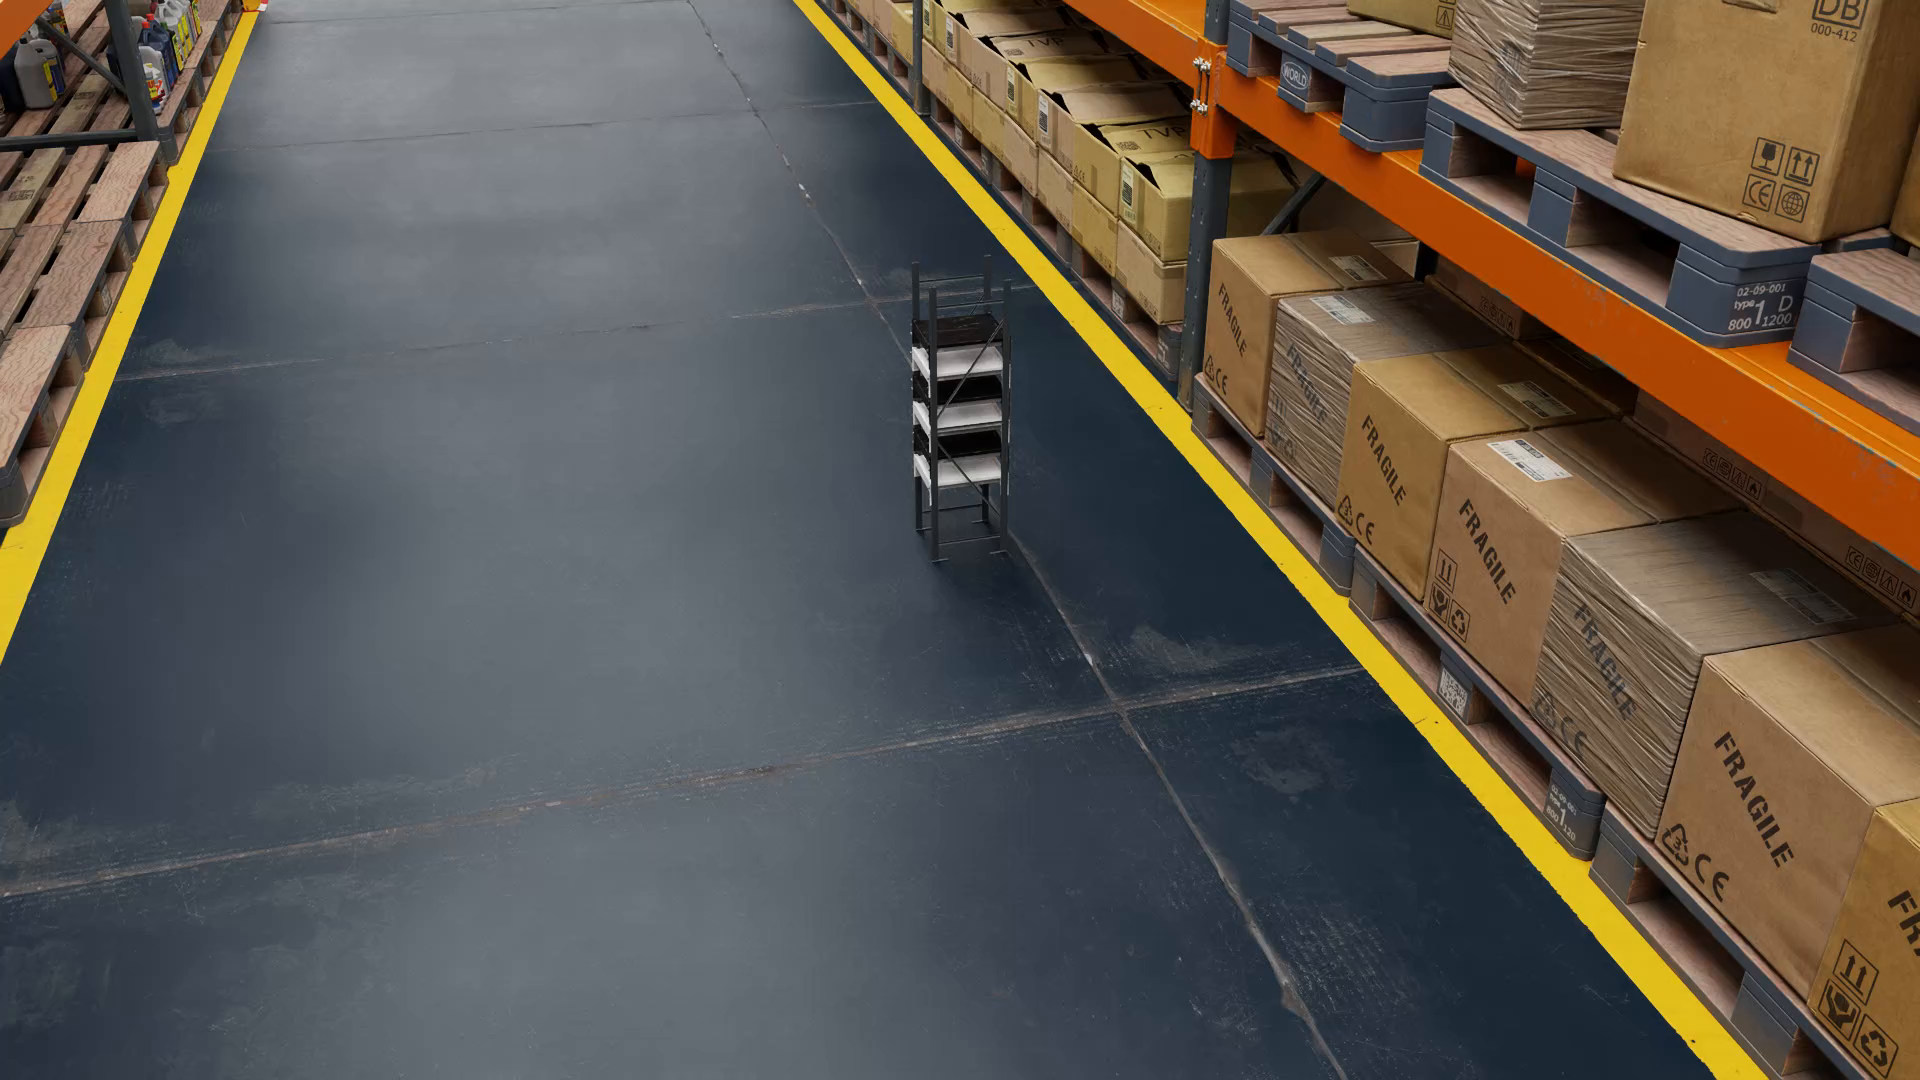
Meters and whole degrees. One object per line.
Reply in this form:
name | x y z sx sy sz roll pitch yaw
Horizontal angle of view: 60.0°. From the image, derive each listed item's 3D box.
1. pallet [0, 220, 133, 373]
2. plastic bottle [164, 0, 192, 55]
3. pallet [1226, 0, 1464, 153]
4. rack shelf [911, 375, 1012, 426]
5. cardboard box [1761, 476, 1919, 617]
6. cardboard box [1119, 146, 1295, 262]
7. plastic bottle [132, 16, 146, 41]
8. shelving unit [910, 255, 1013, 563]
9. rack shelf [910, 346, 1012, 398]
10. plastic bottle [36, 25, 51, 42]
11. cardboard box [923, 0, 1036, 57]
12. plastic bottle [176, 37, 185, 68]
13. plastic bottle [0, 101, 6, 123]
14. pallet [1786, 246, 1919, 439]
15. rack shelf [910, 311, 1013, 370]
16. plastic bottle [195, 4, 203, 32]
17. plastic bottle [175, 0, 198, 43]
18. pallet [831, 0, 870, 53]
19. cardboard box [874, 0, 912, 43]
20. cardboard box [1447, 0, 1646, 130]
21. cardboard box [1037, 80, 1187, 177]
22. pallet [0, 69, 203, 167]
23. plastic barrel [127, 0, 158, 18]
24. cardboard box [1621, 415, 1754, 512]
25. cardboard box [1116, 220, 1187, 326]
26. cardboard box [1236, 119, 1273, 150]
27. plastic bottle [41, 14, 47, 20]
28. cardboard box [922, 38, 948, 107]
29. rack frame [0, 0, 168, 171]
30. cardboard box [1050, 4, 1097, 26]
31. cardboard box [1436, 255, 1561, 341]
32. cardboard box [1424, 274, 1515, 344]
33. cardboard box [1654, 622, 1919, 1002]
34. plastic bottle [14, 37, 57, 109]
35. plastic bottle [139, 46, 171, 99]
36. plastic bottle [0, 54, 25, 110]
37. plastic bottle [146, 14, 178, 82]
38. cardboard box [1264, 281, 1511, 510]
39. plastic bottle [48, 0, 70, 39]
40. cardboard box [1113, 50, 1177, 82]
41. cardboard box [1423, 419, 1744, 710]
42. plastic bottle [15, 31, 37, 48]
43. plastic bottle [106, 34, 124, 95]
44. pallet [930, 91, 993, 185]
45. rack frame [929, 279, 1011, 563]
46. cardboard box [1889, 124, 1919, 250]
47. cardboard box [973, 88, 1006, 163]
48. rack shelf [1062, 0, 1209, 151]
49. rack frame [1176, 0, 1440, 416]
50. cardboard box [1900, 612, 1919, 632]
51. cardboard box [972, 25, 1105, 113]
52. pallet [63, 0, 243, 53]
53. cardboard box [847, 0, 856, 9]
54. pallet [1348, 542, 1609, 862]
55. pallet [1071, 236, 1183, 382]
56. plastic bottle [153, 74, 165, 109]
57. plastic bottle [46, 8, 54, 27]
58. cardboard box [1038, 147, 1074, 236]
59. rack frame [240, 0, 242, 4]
pallet | -3.968 -0.948 6.677 1.003 0.211 1.213 -8 31 -13
plastic bottle | -4.568 -2.994 9.634 0.144 0.351 0.185 -7 31 -11
pallet | 1.544 -1.443 4.940 1.213 0.211 1.003 -8 31 -13
rack shelf | 0.002 -0.435 4.989 0.258 0.077 0.200 -8 31 -13
cardboard box | 2.199 -0.094 3.726 0.500 0.250 0.500 -8 31 -13
cardboard box | 0.920 -1.299 6.265 0.500 0.311 0.500 -7 31 -12
plastic bottle | -4.655 -2.840 9.442 0.152 0.276 0.135 -8 31 -13
shelving unit | 0.002 -0.386 5.018 0.258 0.900 0.210 -8 31 -13
rack shelf | 0.002 -0.512 4.944 0.258 0.077 0.200 -8 31 -13
plastic bottle | -5.035 -2.681 9.160 0.061 0.283 0.133 -8 31 -13
cardboard box | 0.104 -2.777 8.820 0.500 0.311 0.500 -8 31 -13
plastic bottle | -4.459 -2.774 9.403 0.097 0.201 0.097 0 30 0
plastic bottle | -4.938 -2.232 8.466 0.097 0.201 0.097 0 30 0
pallet | 2.251 -0.229 2.844 1.003 0.211 1.213 -8 31 -13
rack shelf | 0.002 -0.590 4.899 0.258 0.077 0.200 -8 31 -13
plastic bottle | -4.693 -3.201 10.141 0.097 0.201 0.097 0 30 0
plastic bottle | -4.653 -3.108 9.906 0.152 0.276 0.135 -8 31 -13
pallet | -0.263 -3.549 11.171 1.003 0.211 1.213 -8 31 -13
cardboard box | -0.222 -3.205 10.119 0.500 0.250 0.500 -8 31 -13
cardboard box | 1.631 -1.313 4.004 0.700 0.500 0.500 -2 30 -4
cardboard box | 0.645 -1.793 7.119 0.500 0.311 0.500 -8 31 -14
pallet | -4.680 -2.242 8.913 1.003 0.211 1.213 -8 31 -13
plastic barrel | -5.222 -3.606 10.550 0.421 0.512 0.421 0 30 0
cardboard box | 2.054 -0.029 4.362 0.500 0.500 0.500 -9 31 -15
cardboard box | 0.922 -1.057 6.408 0.500 0.250 0.500 -7 31 -12
cardboard box | 1.293 -1.623 6.825 0.500 0.311 0.500 -9 31 -15
plastic bottle | -5.305 -2.930 9.601 0.097 0.271 0.097 0 30 0
cardboard box | 0.103 -2.540 8.969 0.500 0.250 0.500 -9 31 -14
rack frame | -4.542 -3.119 7.644 1.000 3.000 0.127 -8 31 -13
cardboard box | 0.763 -2.602 8.517 0.500 0.311 0.500 -7 31 -12
cardboard box | 1.790 -0.830 4.997 0.500 0.250 0.500 -7 31 -11
cardboard box | 1.771 -0.532 5.231 0.500 0.500 0.500 -7 31 -11
cardboard box | 1.828 0.539 3.380 0.500 0.500 0.500 -8 31 -13
plastic bottle | -4.852 -2.455 8.702 0.144 0.351 0.185 -8 31 -13
plastic bottle | -4.316 -2.495 8.846 0.152 0.276 0.135 -7 31 -11
plastic bottle | -4.991 -2.436 8.669 0.144 0.351 0.185 -9 31 -15
plastic bottle | -4.406 -2.699 9.124 0.144 0.351 0.185 -9 31 -15
cardboard box | 1.286 -0.442 5.076 0.500 0.500 0.500 -9 31 -15
plastic bottle | -5.423 -3.143 9.971 0.097 0.271 0.097 0 30 0
cardboard box | 1.023 -2.118 7.680 0.500 0.311 0.500 -8 31 -14
cardboard box | 1.558 0.052 4.222 0.500 0.500 0.500 -9 31 -15
plastic bottle | -5.127 -2.684 9.098 0.144 0.351 0.185 -8 31 -14
plastic bottle | -4.495 -2.589 8.933 0.144 0.351 0.185 -8 31 -13
pallet | 0.468 -2.218 8.872 1.003 0.211 1.213 -8 31 -13
rack frame | 0.029 -0.336 4.933 0.240 0.900 0.006 -8 31 -13
cardboard box | 2.205 -0.719 2.979 0.700 0.500 0.500 -3 30 -5
cardboard box | 0.378 -2.043 8.111 0.500 0.250 0.500 -9 31 -15
rack shelf | 0.766 -2.498 7.290 1.077 0.370 4.000 -8 31 -13
rack frame | 1.297 -1.844 5.441 1.000 3.000 0.127 -8 31 -13
cardboard box | 2.313 0.457 3.522 0.500 0.500 0.500 -7 31 -13
cardboard box | 0.371 -2.285 7.970 0.500 0.311 0.500 -9 31 -15
pallet | -5.327 -3.421 10.949 1.003 0.211 1.213 -8 31 -13
cardboard box | -0.502 -3.686 10.950 0.500 0.250 0.500 -8 31 -13
pallet | 1.779 0.317 4.492 1.003 0.211 1.213 -8 31 -13
pallet | 1.116 -1.040 6.836 1.003 0.211 1.213 -8 31 -13
plastic bottle | -4.231 -2.360 8.686 0.097 0.201 0.097 0 30 0
plastic bottle | -5.380 -3.037 9.775 0.061 0.283 0.133 -7 31 -12
cardboard box | 0.651 -1.549 7.258 0.500 0.250 0.500 -7 31 -12
rack frame | -5.603 -5.051 10.982 1.000 3.000 0.127 -8 31 -13
